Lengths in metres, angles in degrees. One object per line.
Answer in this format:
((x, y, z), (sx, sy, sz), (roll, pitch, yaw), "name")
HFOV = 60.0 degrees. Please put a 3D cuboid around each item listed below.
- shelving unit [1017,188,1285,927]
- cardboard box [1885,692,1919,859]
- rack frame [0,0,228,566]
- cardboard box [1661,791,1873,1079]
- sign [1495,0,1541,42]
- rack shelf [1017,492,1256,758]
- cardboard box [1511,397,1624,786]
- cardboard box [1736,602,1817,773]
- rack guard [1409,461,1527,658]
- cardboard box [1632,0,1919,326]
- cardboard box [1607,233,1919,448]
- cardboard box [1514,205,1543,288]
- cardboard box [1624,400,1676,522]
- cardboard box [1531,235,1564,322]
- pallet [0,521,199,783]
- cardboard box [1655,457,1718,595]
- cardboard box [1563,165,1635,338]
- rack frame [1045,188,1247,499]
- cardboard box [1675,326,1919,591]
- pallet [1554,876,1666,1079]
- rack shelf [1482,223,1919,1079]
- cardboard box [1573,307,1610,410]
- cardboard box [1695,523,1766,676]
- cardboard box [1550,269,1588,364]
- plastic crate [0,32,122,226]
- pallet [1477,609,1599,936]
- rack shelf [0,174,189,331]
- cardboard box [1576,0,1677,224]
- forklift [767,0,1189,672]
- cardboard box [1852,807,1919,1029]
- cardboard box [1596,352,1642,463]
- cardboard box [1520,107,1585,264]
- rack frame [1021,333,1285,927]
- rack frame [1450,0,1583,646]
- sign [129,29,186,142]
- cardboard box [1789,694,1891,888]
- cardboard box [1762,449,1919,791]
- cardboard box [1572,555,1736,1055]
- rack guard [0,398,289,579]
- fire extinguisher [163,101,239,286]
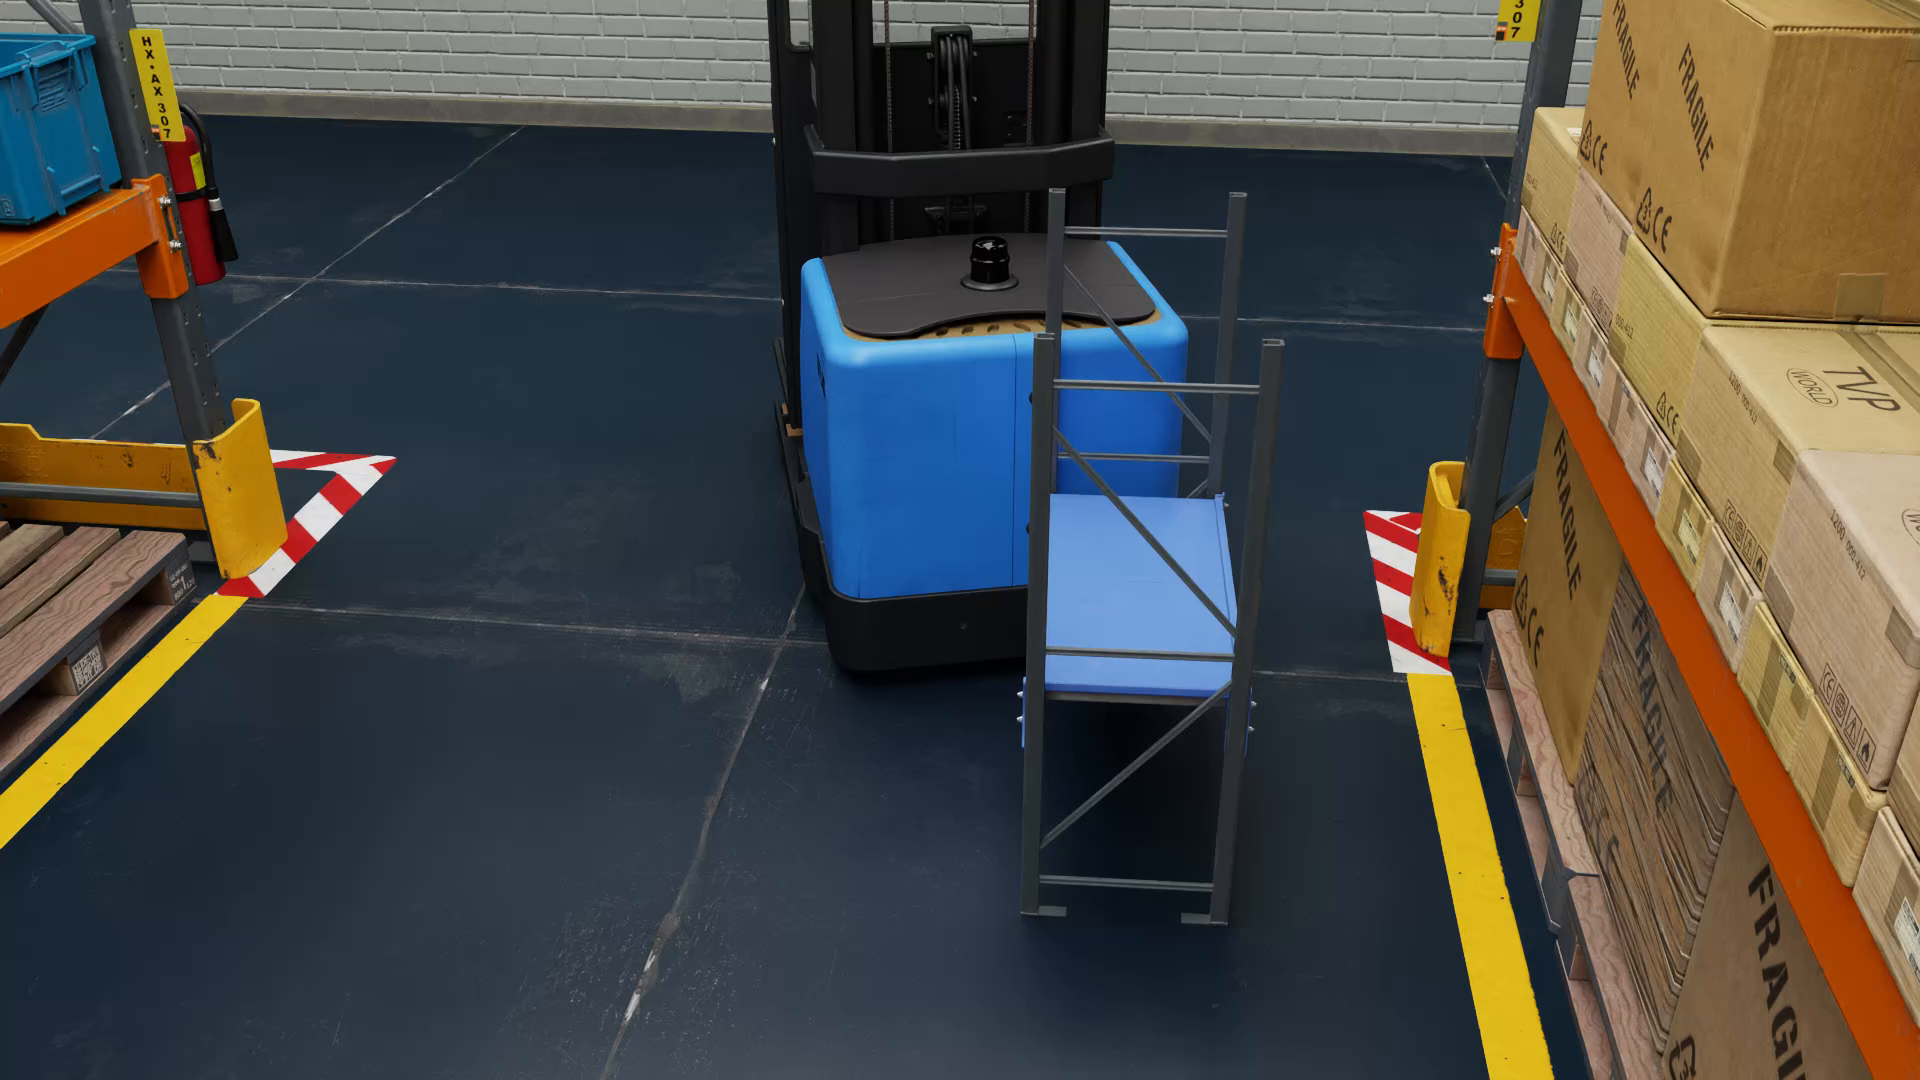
((0.437, 0.017, 4.138), (0.538, 1.500, 1.048), (2, 28, 4), "shelving unit")
((1.370, 0.349, 1.783), (0.500, 0.250, 0.500), (4, 29, 8), "cardboard box")
((-2.910, -1.290, 4.981), (1.000, 3.000, 0.127), (3, 28, 6), "rack frame")
((1.786, 0.902, 2.710), (0.875, 0.875, 0.875), (3, 28, 6), "cardboard box")
((1.455, -1.453, 4.288), (0.100, 0.325, 0.005), (3, 28, 6), "sign")
((0.437, 0.175, 4.223), (0.538, 0.185, 1.000), (2, 28, 4), "rack shelf")
((2.006, 0.055, 4.283), (0.875, 0.875, 0.875), (3, 28, 6), "cardboard box")
((1.384, 0.224, 2.436), (0.380, 0.149, 0.250), (3, 28, 5), "cardboard box")
((2.008, 0.087, 5.061), (1.175, 0.500, 0.348), (3, 28, 6), "rack guard")
((1.560, -0.707, 2.953), (0.500, 0.500, 0.500), (3, 28, 5), "cardboard box")
((1.556, -0.375, 3.128), (0.500, 0.250, 0.500), (2, 28, 4), "cardboard box")
((1.634, -0.743, 4.232), (0.380, 0.149, 0.250), (4, 29, 7), "cardboard box")
((1.479, -0.138, 3.108), (0.380, 0.149, 0.250), (3, 28, 6), "cardboard box")
((1.604, -0.622, 4.007), (0.380, 0.149, 0.250), (3, 28, 5), "cardboard box")
((-3.050, 0.324, 4.926), (1.003, 0.211, 1.213), (3, 28, 6), "pallet")
((1.447, -0.019, 2.888), (0.380, 0.149, 0.250), (3, 28, 5), "cardboard box")
((1.621, -0.611, 3.567), (0.500, 0.250, 0.500), (3, 28, 6), "cardboard box")
((0.477, -0.224, 4.584), (0.500, 1.500, 0.032), (2, 28, 4), "rack frame")
((1.497, -0.129, 2.671), (0.500, 0.250, 0.500), (3, 28, 5), "cardboard box")
((1.833, 1.180, 3.338), (1.003, 0.211, 1.213), (3, 28, 6), "pallet")
((1.760, 0.256, 2.870), (1.077, 0.370, 4.000), (3, 28, 6), "rack shelf")
((1.542, -0.379, 3.556), (0.380, 0.149, 0.250), (3, 28, 5), "cardboard box")
((1.417, 0.105, 2.658), (0.380, 0.149, 0.250), (4, 29, 7), "cardboard box")
((1.573, -0.502, 3.784), (0.380, 0.149, 0.250), (3, 28, 5), "cardboard box")
((-2.766, -1.163, 4.646), (0.616, 0.435, 0.499), (3, 28, 6), "plastic crate")
((1.985, 0.607, 4.401), (1.003, 0.211, 1.213), (3, 28, 6), "pallet")
((-3.155, -0.031, 3.404), (1.077, 0.370, 4.000), (3, 28, 6), "rack shelf")
((1.617, -0.951, 3.407), (0.500, 0.500, 0.500), (3, 28, 5), "cardboard box")
((-0.109, -1.582, 5.597), (1.130, 2.935, 3.031), (-5, 29, -9), "forklift")
((1.322, 0.466, 1.987), (0.380, 0.149, 0.250), (4, 29, 7), "cardboard box")
((1.510, -0.259, 3.334), (0.380, 0.149, 0.250), (3, 28, 5), "cardboard box")
((1.678, -0.856, 4.021), (0.500, 0.250, 0.500), (3, 28, 5), "cardboard box")
((0.398, 0.257, 3.692), (0.500, 1.500, 0.032), (2, 28, 4), "rack frame")
((2.005, -1.002, 4.447), (1.000, 3.000, 0.127), (3, 28, 6), "rack frame")
((-2.362, -1.337, 4.897), (0.100, 0.325, 0.005), (3, 28, 6), "sign")
((1.353, 0.345, 2.212), (0.380, 0.149, 0.250), (4, 29, 7), "cardboard box")
((1.432, 0.109, 2.229), (0.500, 0.250, 0.500), (4, 29, 7), "cardboard box")
((1.895, 0.483, 3.488), (0.875, 0.875, 0.875), (3, 28, 6), "cardboard box")
((-2.920, -0.201, 5.596), (1.175, 0.500, 0.348), (3, 28, 6), "rack guard")
((-2.441, -1.136, 5.171), (0.296, 0.674, 0.183), (3, 28, 6), "fire extinguisher")
